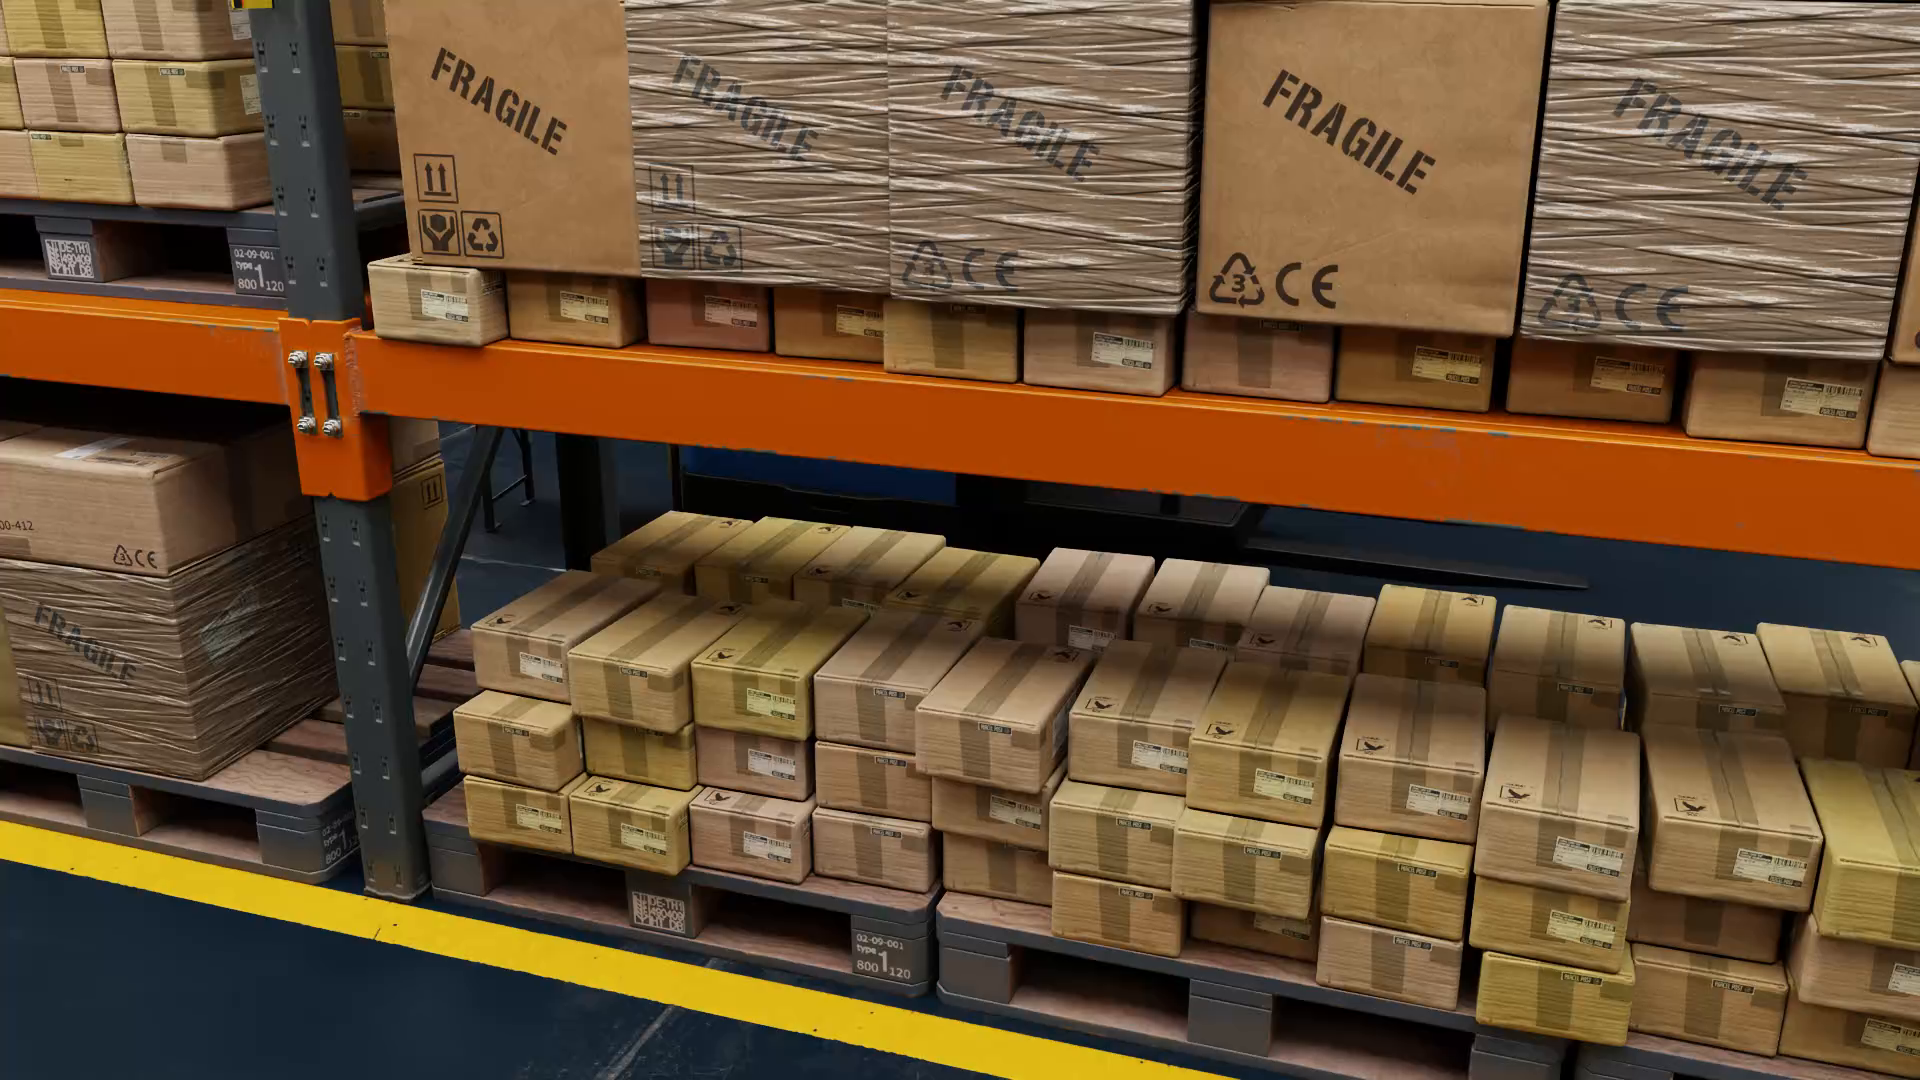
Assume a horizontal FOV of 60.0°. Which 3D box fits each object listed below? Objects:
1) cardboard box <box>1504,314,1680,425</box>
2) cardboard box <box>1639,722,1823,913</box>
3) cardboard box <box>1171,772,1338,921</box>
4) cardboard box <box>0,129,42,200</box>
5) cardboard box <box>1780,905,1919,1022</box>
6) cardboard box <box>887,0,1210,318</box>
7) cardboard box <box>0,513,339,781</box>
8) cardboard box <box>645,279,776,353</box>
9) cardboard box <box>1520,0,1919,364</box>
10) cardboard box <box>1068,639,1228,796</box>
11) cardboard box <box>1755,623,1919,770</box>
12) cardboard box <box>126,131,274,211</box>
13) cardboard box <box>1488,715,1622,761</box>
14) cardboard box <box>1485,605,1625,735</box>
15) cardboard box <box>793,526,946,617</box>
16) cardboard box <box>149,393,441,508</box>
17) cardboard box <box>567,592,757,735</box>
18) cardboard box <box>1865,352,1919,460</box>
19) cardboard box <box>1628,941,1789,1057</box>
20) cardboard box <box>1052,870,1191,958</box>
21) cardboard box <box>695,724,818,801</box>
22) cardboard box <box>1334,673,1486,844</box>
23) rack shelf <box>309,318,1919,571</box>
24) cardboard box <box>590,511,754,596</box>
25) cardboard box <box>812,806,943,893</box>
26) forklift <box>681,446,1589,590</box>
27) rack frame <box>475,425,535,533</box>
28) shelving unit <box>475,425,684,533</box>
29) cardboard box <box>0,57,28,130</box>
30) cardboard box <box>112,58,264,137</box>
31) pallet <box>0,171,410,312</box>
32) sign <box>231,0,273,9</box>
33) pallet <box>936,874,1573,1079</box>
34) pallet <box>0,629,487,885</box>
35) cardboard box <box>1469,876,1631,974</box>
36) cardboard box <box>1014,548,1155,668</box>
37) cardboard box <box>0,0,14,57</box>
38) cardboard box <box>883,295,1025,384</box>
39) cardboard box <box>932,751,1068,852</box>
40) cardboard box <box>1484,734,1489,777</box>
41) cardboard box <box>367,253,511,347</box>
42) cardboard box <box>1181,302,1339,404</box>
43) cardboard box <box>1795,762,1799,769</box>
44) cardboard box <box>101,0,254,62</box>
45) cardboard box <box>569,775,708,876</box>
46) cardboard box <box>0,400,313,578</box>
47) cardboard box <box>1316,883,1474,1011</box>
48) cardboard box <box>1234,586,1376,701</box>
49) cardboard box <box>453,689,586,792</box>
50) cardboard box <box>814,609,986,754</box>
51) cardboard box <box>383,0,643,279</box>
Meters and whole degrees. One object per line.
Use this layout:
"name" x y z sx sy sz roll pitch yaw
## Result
"cardboard box" 1.065 -0.323 2.828 0.250 0.149 0.380 6 20 16
"cardboard box" 1.341 0.479 2.933 0.250 0.149 0.380 6 20 16
"cardboard box" 0.571 0.549 3.185 0.250 0.149 0.380 7 20 19
"cardboard box" -2.046 -0.876 3.777 0.250 0.149 0.380 6 20 18
"cardboard box" 1.570 0.656 2.880 0.250 0.149 0.380 6 20 16
"cardboard box" 0.194 -0.699 2.921 0.500 0.500 0.500 6 20 17
"cardboard box" -1.907 0.220 4.046 0.500 0.500 0.500 6 20 17
"cardboard box" -0.428 -0.492 3.312 0.250 0.149 0.380 6 20 16
"cardboard box" 1.177 -0.593 2.617 0.500 0.500 0.500 7 20 18
"cardboard box" 0.380 0.346 3.314 0.250 0.149 0.380 6 20 16
"cardboard box" 1.774 0.317 3.398 0.250 0.149 0.380 6 20 18
"cardboard box" -1.565 -0.821 3.618 0.250 0.149 0.380 6 20 17
"cardboard box" 1.254 0.436 3.508 0.250 0.149 0.380 6 20 15
"cardboard box" 1.254 0.283 3.495 0.250 0.149 0.380 7 21 20
"cardboard box" -0.212 0.104 4.009 0.250 0.149 0.380 6 20 18
"cardboard box" -1.737 -0.294 4.383 0.500 0.250 0.500 6 20 16
"cardboard box" -0.627 0.257 3.572 0.250 0.149 0.380 8 21 21
"cardboard box" 1.539 -0.238 2.583 0.250 0.149 0.380 7 20 20
"cardboard box" 1.353 0.754 3.050 0.250 0.149 0.380 7 20 19
"cardboard box" 0.352 0.655 3.334 0.250 0.149 0.380 6 20 17
"cardboard box" -0.377 0.401 3.611 0.250 0.149 0.380 6 20 18
"cardboard box" 0.857 0.405 3.147 0.250 0.149 0.380 6 20 16
"rack shelf" 0.764 -0.204 3.198 4.000 0.370 1.077 7 20 18
"cardboard box" -0.704 0.064 4.124 0.250 0.149 0.380 7 20 20
"cardboard box" -0.127 0.578 3.553 0.250 0.149 0.380 6 20 17
"forklift" 0.588 -1.310 5.381 3.031 2.935 1.130 7 20 20
"rack frame" -1.712 -0.801 6.096 0.023 1.500 0.400 3 19 9
"shelving unit" -1.351 -0.781 6.038 0.755 1.500 0.431 3 19 9
"cardboard box" -2.049 -1.018 3.730 0.250 0.149 0.380 7 21 20
"cardboard box" -1.566 -0.962 3.570 0.250 0.149 0.380 7 20 20
"pallet" -1.799 -0.797 4.098 1.213 0.211 1.003 7 20 18
"sign" -1.304 -1.134 3.013 0.005 0.325 0.100 7 20 18
"pallet" 0.677 0.749 3.605 1.213 0.211 1.003 7 20 18
"pallet" -1.861 0.473 4.398 1.213 0.211 1.003 7 20 18
"cardboard box" 1.076 0.604 3.029 0.250 0.149 0.380 7 20 19
"cardboard box" 0.294 0.157 3.857 0.250 0.149 0.380 6 20 15
"cardboard box" -2.066 -1.161 3.688 0.250 0.149 0.380 6 20 16
"cardboard box" 0.044 -0.413 3.086 0.250 0.149 0.380 7 20 19
"cardboard box" 0.129 0.468 3.419 0.250 0.149 0.380 8 21 21
"cardboard box" 1.068 0.523 3.713 0.250 0.149 0.380 6 20 15
"cardboard box" -0.965 -0.509 3.361 0.250 0.149 0.380 7 21 20
"cardboard box" 0.563 -0.367 2.955 0.250 0.149 0.380 7 21 20
"cardboard box" 1.742 0.497 3.335 0.250 0.149 0.380 7 20 19
"cardboard box" -1.568 -1.103 3.524 0.250 0.149 0.380 8 21 21
"cardboard box" -0.635 0.556 3.618 0.250 0.149 0.380 7 20 20
"cardboard box" -1.912 -0.134 3.924 0.500 0.250 0.500 6 20 17
"cardboard box" 0.839 0.710 3.176 0.250 0.149 0.380 7 20 19
"cardboard box" 0.751 0.243 3.610 0.250 0.149 0.380 7 20 18
"cardboard box" -0.888 0.386 3.653 0.250 0.149 0.380 8 21 21
"cardboard box" -0.118 0.290 3.477 0.250 0.149 0.380 6 20 17
"cardboard box" -0.740 -0.816 3.256 0.500 0.500 0.500 6 20 17
